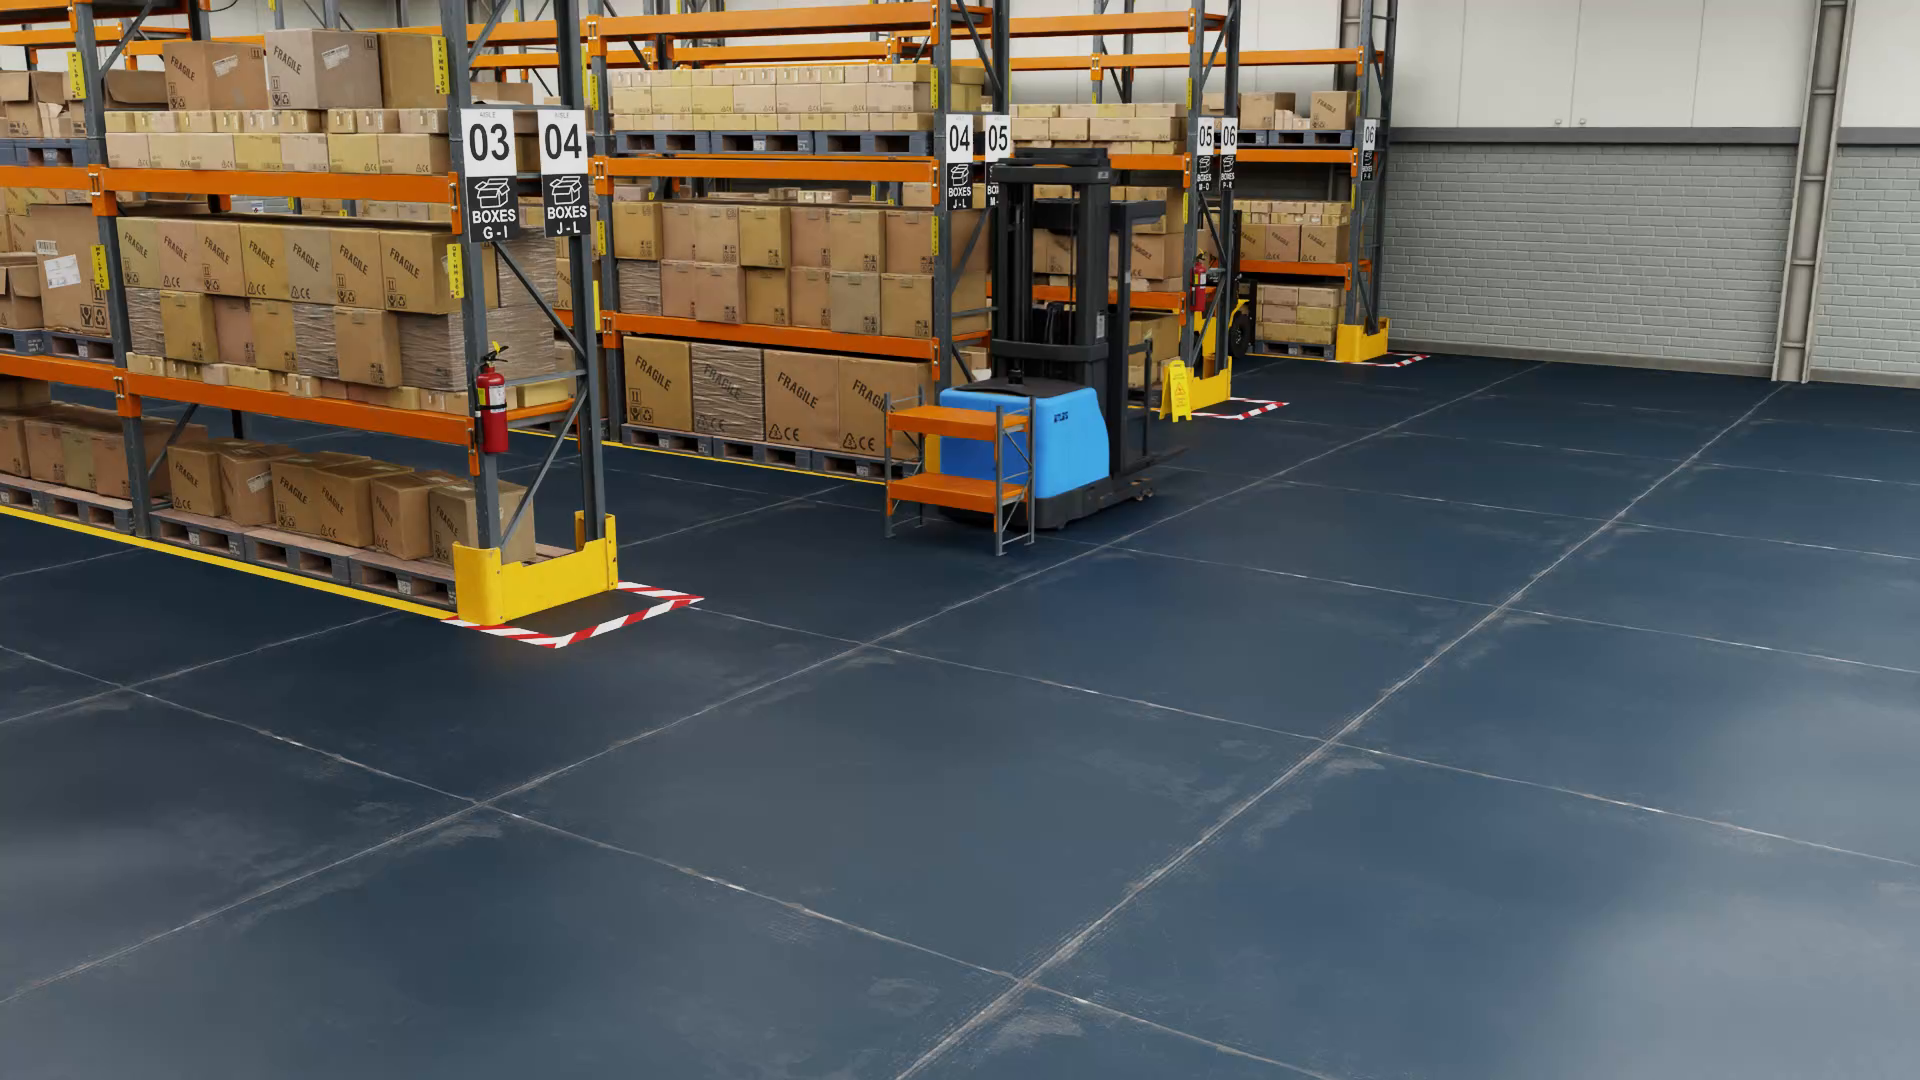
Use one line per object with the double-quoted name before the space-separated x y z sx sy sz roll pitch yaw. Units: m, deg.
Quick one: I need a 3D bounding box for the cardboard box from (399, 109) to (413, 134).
"cardboard box" -3.302 -2.641 10.490 0.250 0.149 0.380 9 16 31

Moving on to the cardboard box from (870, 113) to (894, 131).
"cardboard box" -0.568 -3.604 14.337 0.250 0.149 0.380 9 17 33

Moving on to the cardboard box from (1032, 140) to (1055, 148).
"cardboard box" 1.033 -4.530 19.162 0.250 0.149 0.380 9 16 32

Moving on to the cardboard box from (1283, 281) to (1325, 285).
"cardboard box" 4.841 -3.520 23.568 0.500 0.250 0.500 9 17 33

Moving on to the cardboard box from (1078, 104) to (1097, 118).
"cardboard box" 1.543 -4.866 18.858 0.250 0.149 0.380 9 17 33

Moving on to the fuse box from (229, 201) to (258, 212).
"fuse box" -13.891 -5.678 32.199 0.414 1.711 0.539 9 17 33

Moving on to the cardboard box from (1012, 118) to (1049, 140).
"cardboard box" 0.939 -4.753 19.232 0.500 0.250 0.500 9 17 33

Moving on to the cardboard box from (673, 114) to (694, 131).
"cardboard box" -2.472 -3.911 15.578 0.250 0.149 0.380 9 16 32

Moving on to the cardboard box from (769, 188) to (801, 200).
"cardboard box" -2.339 -4.628 22.226 0.250 0.149 0.380 8 16 30

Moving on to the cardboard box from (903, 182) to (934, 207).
"cardboard box" -0.291 -4.119 20.314 0.500 0.500 0.700 9 17 32

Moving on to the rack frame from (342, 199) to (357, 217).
"rack frame" -6.533 -3.079 19.020 0.127 3.000 1.000 9 17 33

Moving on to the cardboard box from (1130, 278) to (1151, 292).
"cardboard box" 2.082 -2.904 18.836 0.250 0.149 0.380 9 16 32

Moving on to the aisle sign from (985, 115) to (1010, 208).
"aisle sign" 0.332 -3.319 14.577 0.004 0.787 0.394 9 17 33

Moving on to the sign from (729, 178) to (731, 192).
"sign" -4.099 -6.280 29.539 0.005 0.325 0.100 9 17 33

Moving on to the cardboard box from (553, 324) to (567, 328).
"cardboard box" -5.860 -3.602 24.679 0.875 0.875 0.875 10 17 34

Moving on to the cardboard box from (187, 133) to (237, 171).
"cardboard box" -4.987 -2.701 11.560 0.500 0.250 0.500 8 16 31

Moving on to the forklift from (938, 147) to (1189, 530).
"forklift" 1.033 -1.805 14.016 1.130 2.935 3.031 9 16 31

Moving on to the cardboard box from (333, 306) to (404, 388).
"cardboard box" -3.670 -1.346 11.192 0.500 0.500 0.875 9 17 33

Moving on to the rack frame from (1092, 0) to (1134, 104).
"rack frame" 2.232 -7.446 24.174 0.127 3.000 1.000 9 17 33

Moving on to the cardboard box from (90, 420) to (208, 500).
"cardboard box" -6.563 -0.654 13.510 0.500 0.500 0.700 8 16 29

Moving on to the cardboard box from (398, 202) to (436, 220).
"cardboard box" -5.746 -3.483 18.364 0.500 0.500 0.700 9 16 32

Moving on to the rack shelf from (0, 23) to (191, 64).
"rack shelf" -11.512 -6.445 21.636 4.000 0.370 1.077 9 17 33

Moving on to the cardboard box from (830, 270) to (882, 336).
"cardboard box" -0.696 -2.189 15.113 0.550 0.550 0.875 9 17 33

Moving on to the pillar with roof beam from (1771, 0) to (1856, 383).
"pillar with roof beam" 8.052 -5.519 16.392 0.400 9.000 9.100 9 17 33

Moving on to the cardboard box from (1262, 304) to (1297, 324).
"cardboard box" 4.563 -3.181 23.240 0.500 0.250 0.500 9 17 32

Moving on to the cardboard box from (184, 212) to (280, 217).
"cardboard box" -5.539 -2.240 12.722 0.500 0.500 0.500 9 17 33

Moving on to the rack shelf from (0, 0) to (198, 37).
"rack shelf" -7.725 -4.204 13.410 4.000 0.370 1.077 9 17 33

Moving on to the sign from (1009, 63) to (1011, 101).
"sign" 0.420 -4.035 14.655 0.005 0.325 0.100 9 17 33

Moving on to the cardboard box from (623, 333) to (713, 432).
"cardboard box" -2.731 -1.617 16.661 0.875 0.875 0.875 9 17 34

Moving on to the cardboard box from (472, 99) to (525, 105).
"cardboard box" -4.791 -4.399 17.213 0.500 0.311 0.500 8 16 31

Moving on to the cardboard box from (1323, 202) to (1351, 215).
"cardboard box" 5.136 -4.511 22.626 0.250 0.149 0.380 9 17 33

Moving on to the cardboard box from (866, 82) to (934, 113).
"cardboard box" -0.457 -3.796 14.285 0.500 0.250 0.500 9 17 34

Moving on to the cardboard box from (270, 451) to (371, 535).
"cardboard box" -4.718 -0.353 12.336 0.500 0.500 0.500 8 16 28

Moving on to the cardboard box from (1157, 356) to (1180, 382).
"cardboard box" 2.269 -2.039 19.667 0.500 0.250 0.500 9 17 32

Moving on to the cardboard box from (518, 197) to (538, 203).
"cardboard box" -6.116 -4.903 24.100 0.500 0.500 0.500 9 16 31

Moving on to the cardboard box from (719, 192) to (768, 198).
"cardboard box" -3.700 -5.680 28.443 0.500 0.500 0.700 9 17 33

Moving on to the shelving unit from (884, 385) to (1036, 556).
"shelving unit" -0.006 -0.547 12.692 1.048 1.125 0.538 9 17 33

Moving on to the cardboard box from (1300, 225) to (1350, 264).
"cardboard box" 4.996 -4.059 22.771 0.500 0.500 0.500 9 16 32

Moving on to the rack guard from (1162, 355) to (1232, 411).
"rack guard" 2.721 -1.804 19.069 0.348 0.500 1.175 9 17 33

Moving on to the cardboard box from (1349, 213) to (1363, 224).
"cardboard box" 5.415 -4.458 23.030 0.250 0.149 0.380 9 16 31

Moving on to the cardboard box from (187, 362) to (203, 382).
"cardboard box" -5.419 -1.261 12.197 0.250 0.149 0.380 9 17 33

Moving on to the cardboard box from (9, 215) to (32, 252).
"cardboard box" -12.494 -4.163 22.571 0.500 0.500 0.500 9 17 33

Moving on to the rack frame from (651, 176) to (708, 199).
"rack frame" -3.854 -4.080 23.062 0.127 3.000 1.000 9 17 33

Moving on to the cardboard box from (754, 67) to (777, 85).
"cardboard box" -1.629 -4.162 14.933 0.250 0.149 0.380 9 17 33

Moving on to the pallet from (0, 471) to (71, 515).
"pallet" -7.729 -0.481 14.328 1.213 0.211 1.003 9 17 33

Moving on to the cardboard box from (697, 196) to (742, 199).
"cardboard box" -3.322 -4.471 22.941 0.500 0.500 0.500 9 16 31

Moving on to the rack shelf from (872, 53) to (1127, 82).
"rack shelf" 0.573 -7.171 25.392 4.000 0.370 1.077 9 17 33

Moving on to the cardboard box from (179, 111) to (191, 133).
"cardboard box" -5.268 -2.952 11.746 0.250 0.149 0.380 10 17 34

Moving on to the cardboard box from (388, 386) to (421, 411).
"cardboard box" -3.542 -0.963 10.994 0.250 0.149 0.380 9 17 33

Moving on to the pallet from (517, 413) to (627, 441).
"pallet" -3.896 -1.278 17.545 1.213 0.211 1.003 9 17 33

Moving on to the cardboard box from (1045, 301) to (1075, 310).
"cardboard box" 1.207 -2.716 19.491 0.250 0.149 0.380 10 17 35

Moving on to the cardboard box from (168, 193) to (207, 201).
"cardboard box" -10.090 -4.403 21.460 0.500 0.500 0.500 10 17 34
